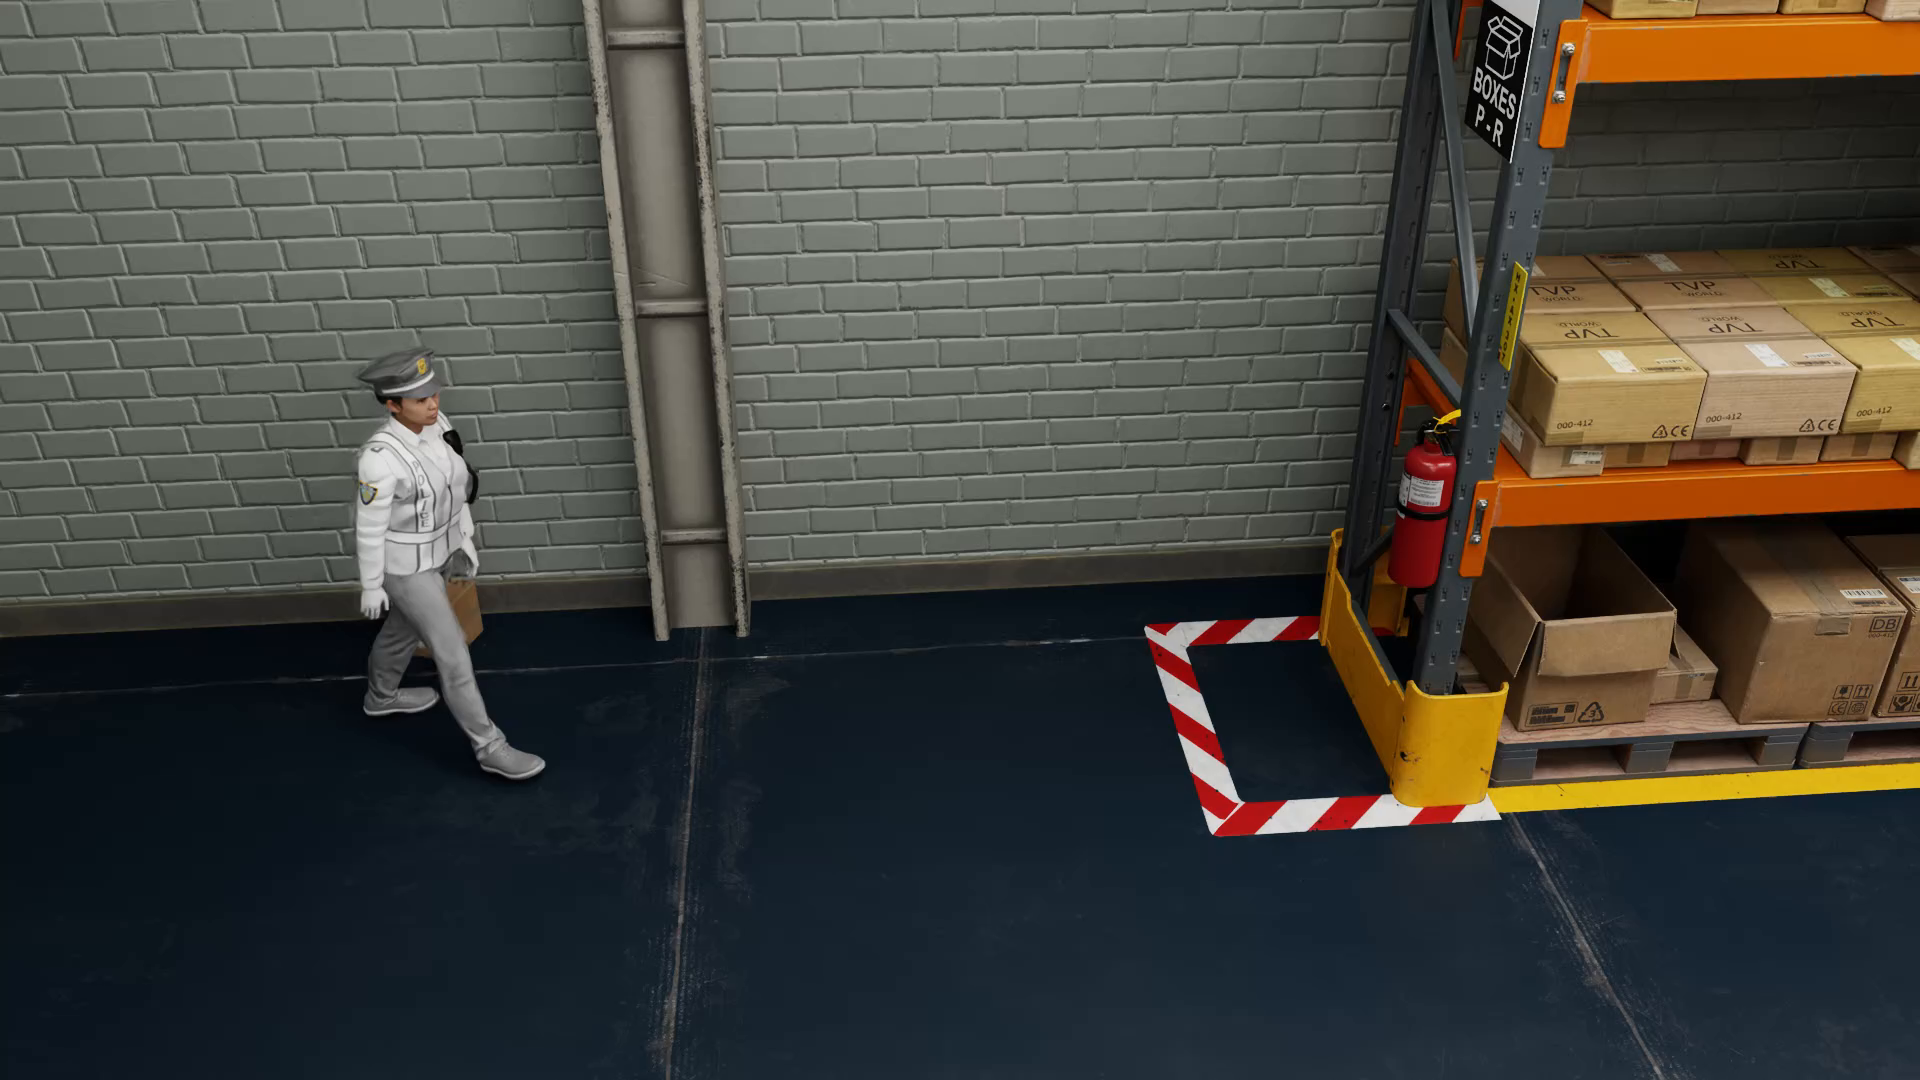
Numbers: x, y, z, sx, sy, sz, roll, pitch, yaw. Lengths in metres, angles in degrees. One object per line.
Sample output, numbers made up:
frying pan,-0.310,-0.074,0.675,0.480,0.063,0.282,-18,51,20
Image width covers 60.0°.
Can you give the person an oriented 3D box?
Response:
person,-1.929,0.057,6.027,0.856,1.640,0.502,6,32,9
